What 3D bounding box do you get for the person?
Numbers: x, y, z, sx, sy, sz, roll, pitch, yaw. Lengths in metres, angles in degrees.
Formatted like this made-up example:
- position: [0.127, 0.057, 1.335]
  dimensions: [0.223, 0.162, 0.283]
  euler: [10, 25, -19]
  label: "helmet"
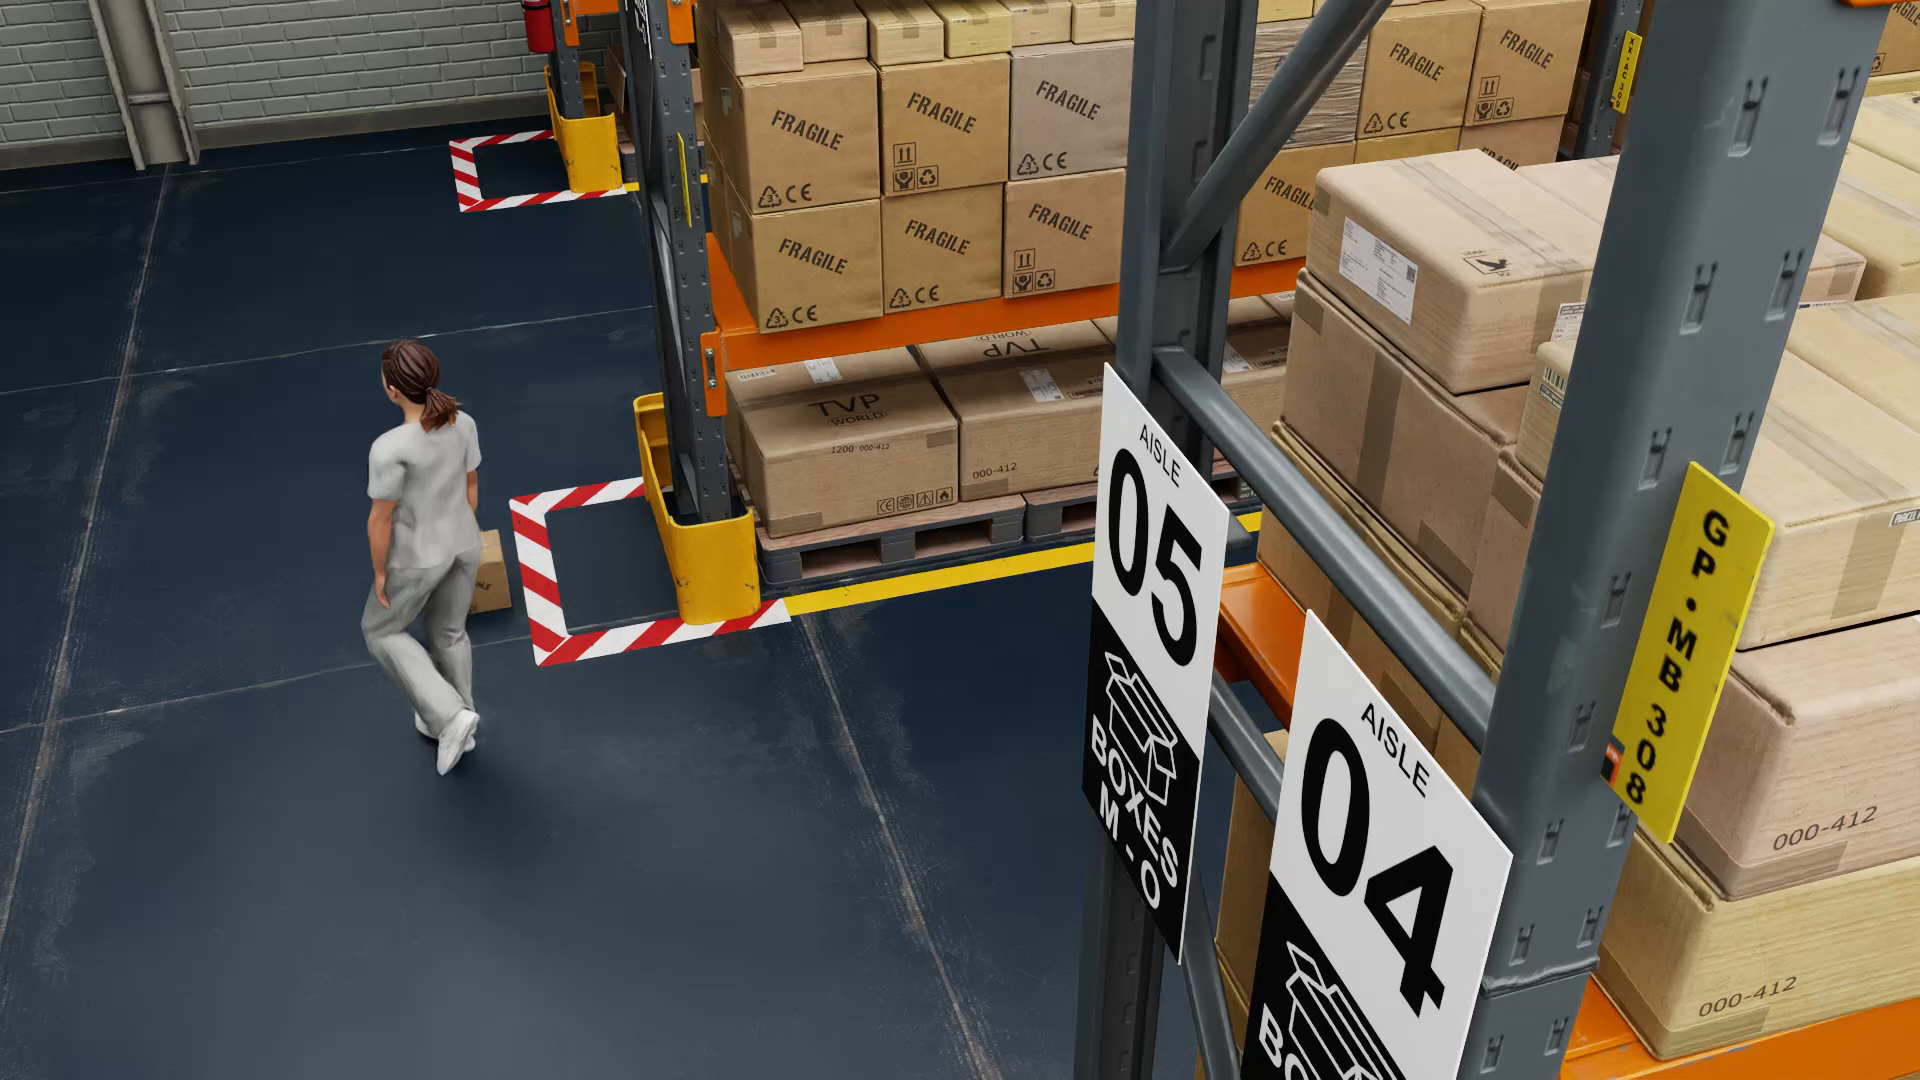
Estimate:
- position: [-1.893, 0.072, 5.998]
  dimensions: [0.509, 1.656, 0.532]
  euler: [22, 40, 29]
  label: "person"
